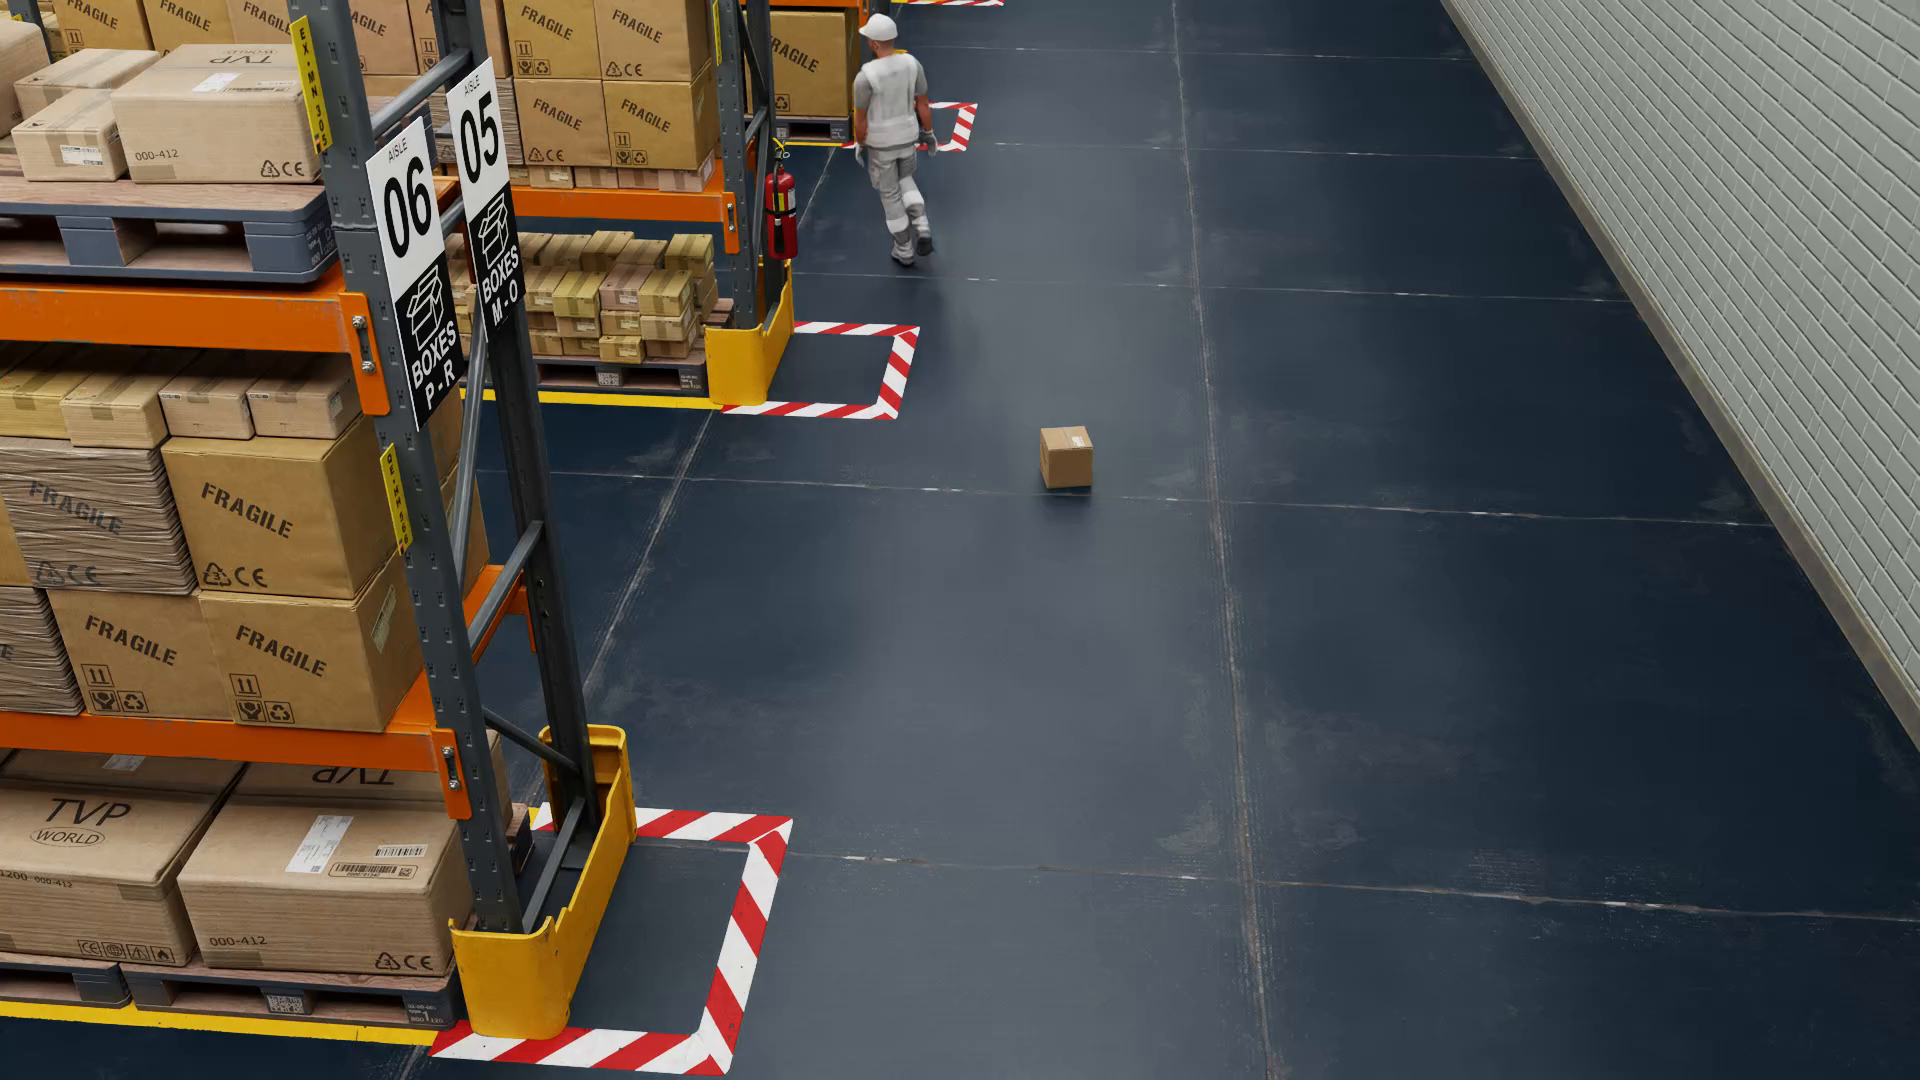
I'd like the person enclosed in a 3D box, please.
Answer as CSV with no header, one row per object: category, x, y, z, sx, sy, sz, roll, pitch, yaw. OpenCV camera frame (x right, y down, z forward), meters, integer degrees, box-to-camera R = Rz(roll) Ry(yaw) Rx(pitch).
person,-0.483,-2.786,11.588,0.625,1.773,0.451,-16,35,-24
